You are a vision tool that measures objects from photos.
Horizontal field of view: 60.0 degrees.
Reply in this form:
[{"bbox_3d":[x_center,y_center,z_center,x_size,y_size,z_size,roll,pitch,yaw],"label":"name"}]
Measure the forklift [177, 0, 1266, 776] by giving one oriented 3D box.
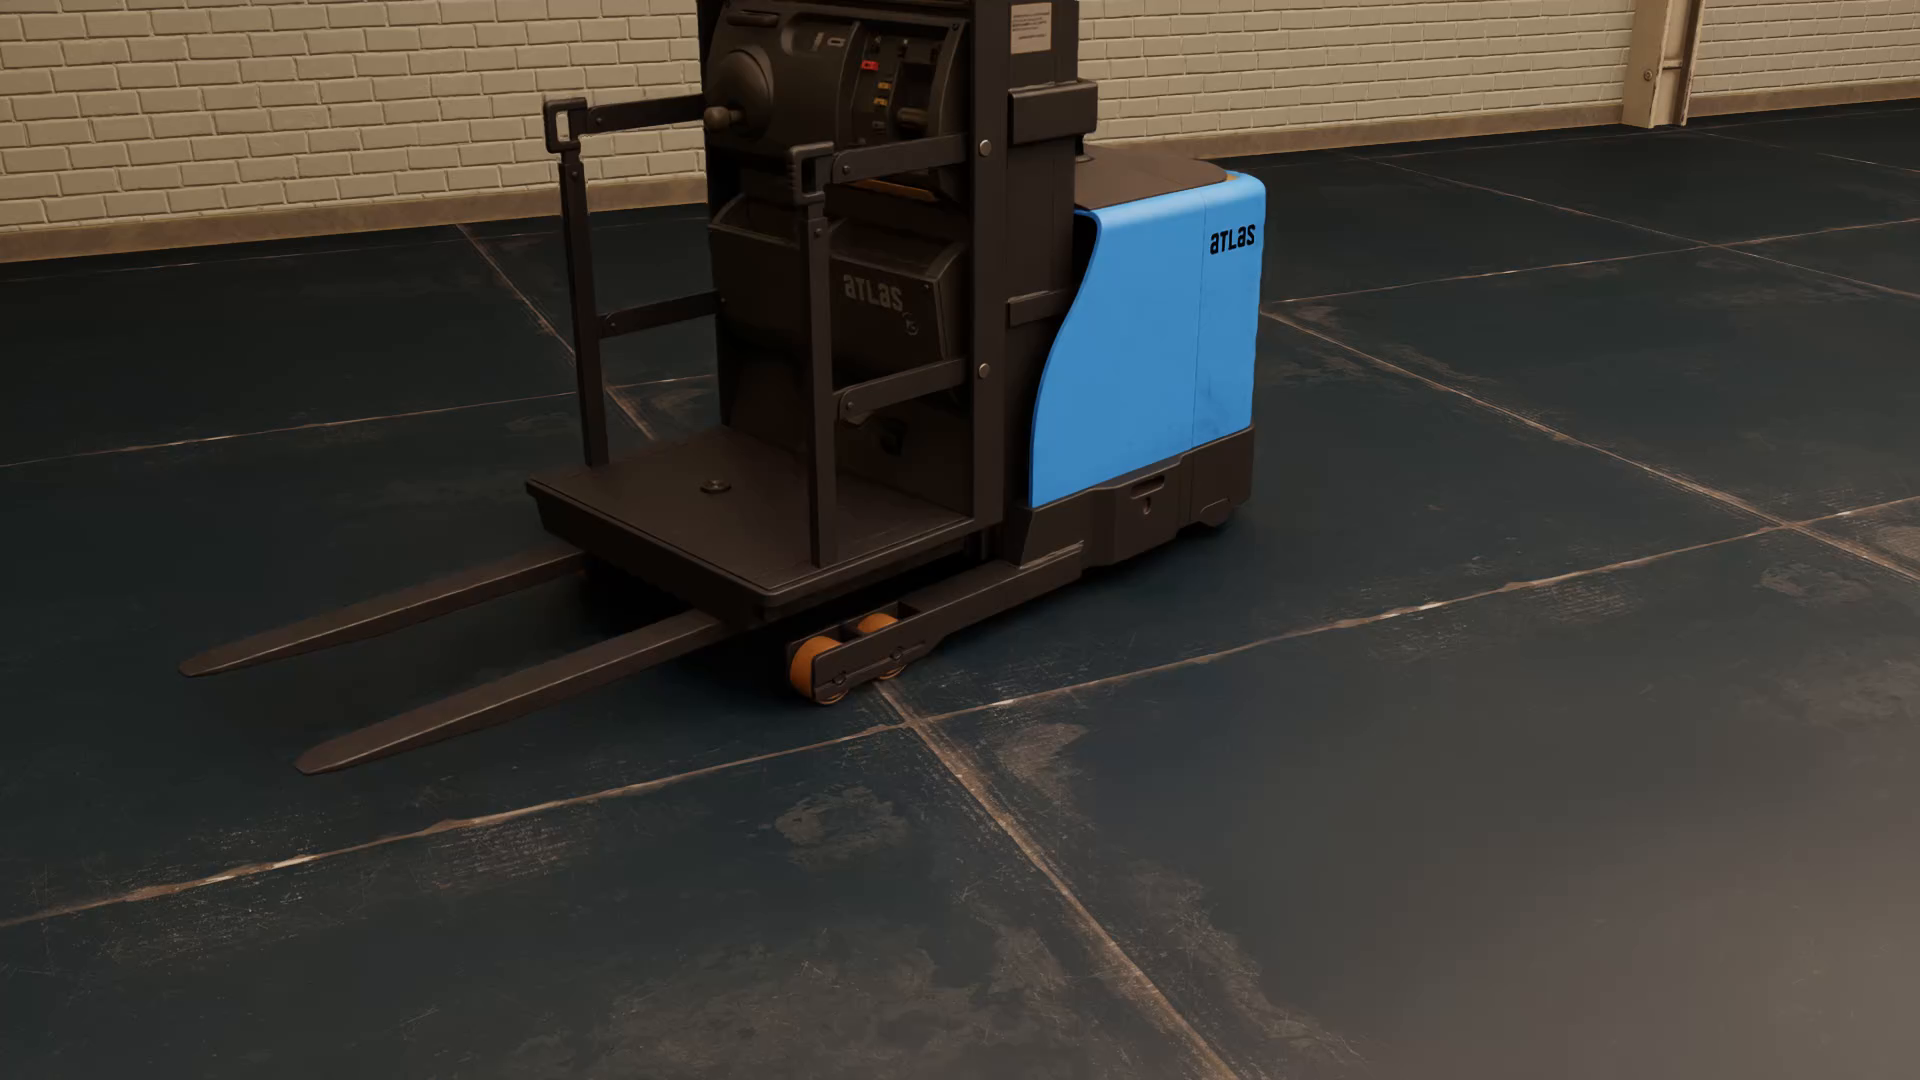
[{"bbox_3d":[-0.486,-1.169,4.101,3.031,2.935,1.130,-21,30,-40],"label":"forklift"}]
